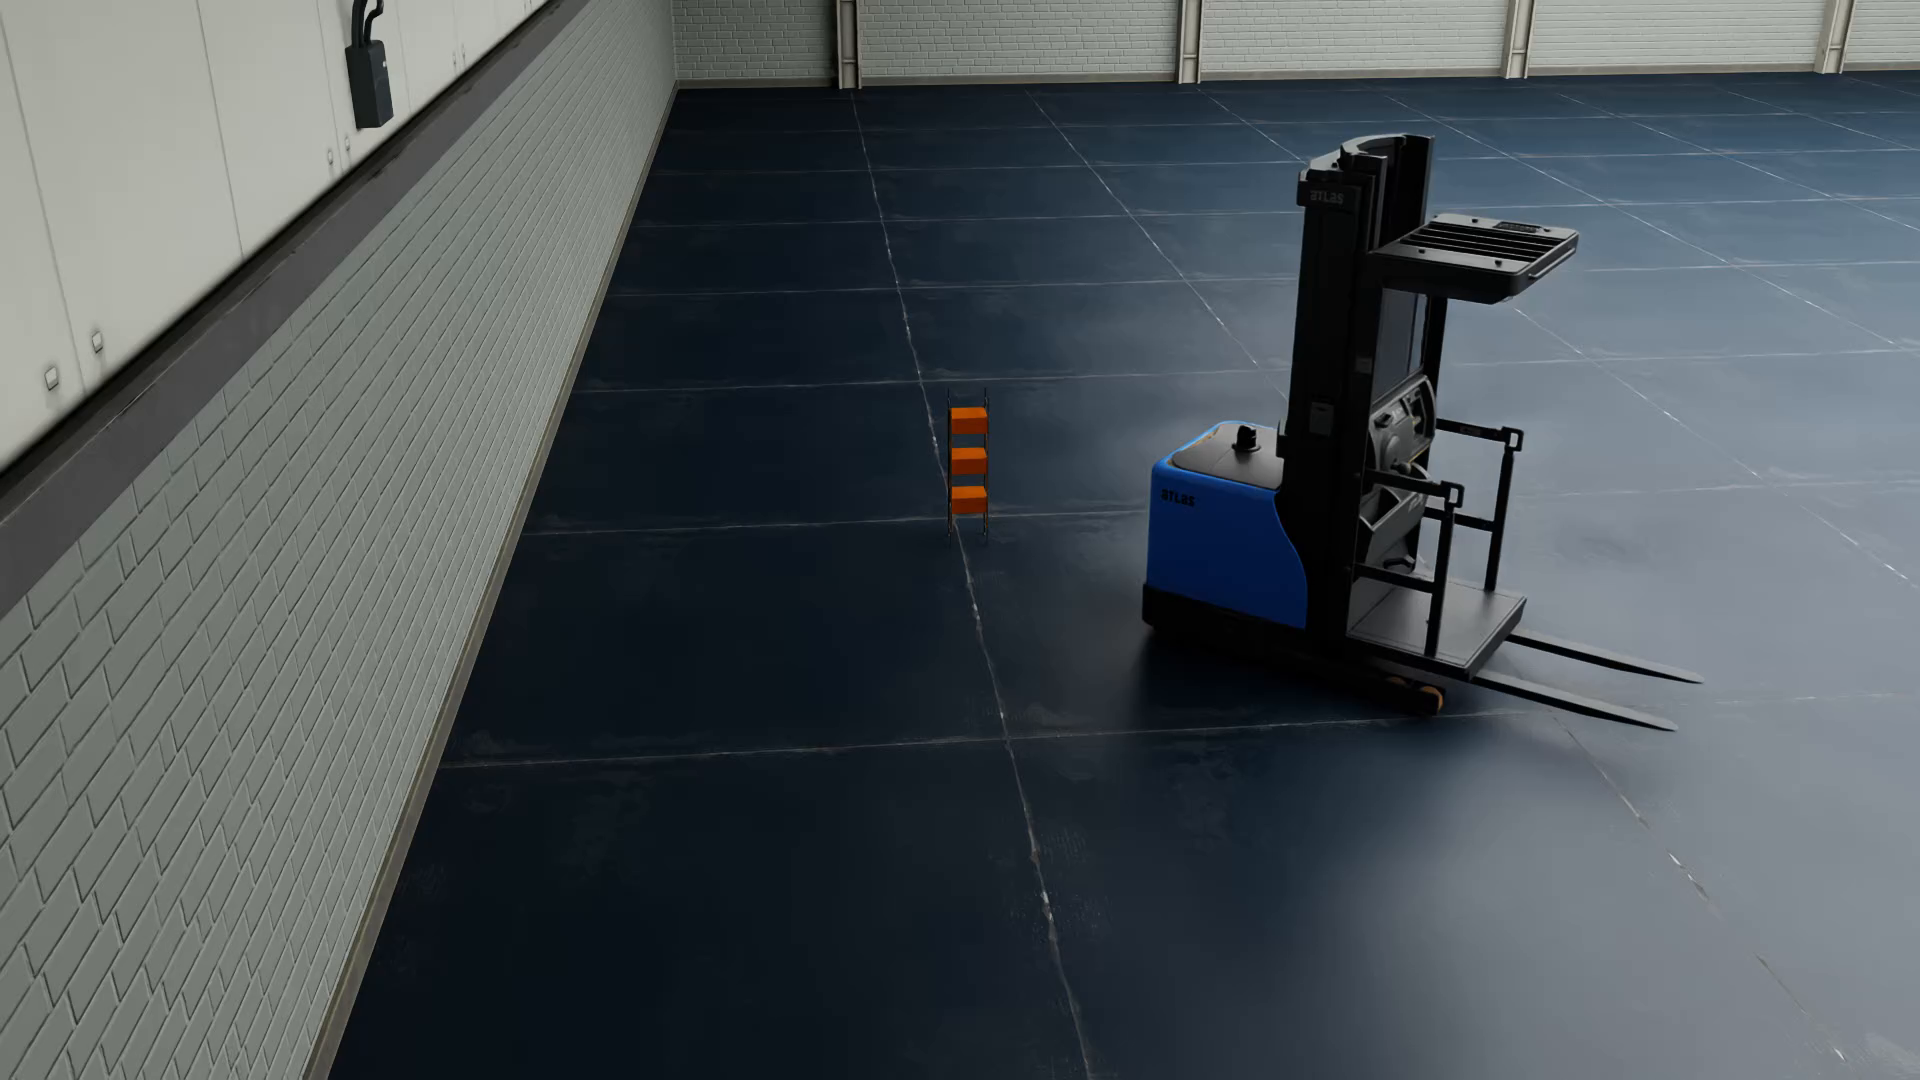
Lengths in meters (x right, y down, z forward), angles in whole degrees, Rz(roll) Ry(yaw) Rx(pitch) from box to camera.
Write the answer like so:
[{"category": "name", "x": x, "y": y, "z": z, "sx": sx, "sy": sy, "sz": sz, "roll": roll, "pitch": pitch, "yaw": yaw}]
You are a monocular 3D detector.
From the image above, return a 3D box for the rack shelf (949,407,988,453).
[{"category": "rack shelf", "x": 0.053, "y": -0.732, "z": 10.931, "sx": 0.240, "sy": 0.259, "sz": 0.215, "roll": -2, "pitch": 24, "yaw": -5}]

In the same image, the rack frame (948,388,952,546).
[{"category": "rack frame", "x": -0.068, "y": -0.477, "z": 11.031, "sx": 0.008, "sy": 1.050, "sz": 0.200, "roll": -2, "pitch": 24, "yaw": -5}]

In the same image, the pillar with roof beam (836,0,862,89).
[{"category": "pillar with roof beam", "x": -1.502, "y": -10.280, "z": 23.298, "sx": 0.400, "sy": 9.000, "sz": 9.100, "roll": -2, "pitch": 24, "yaw": -5}]

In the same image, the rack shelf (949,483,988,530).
[{"category": "rack shelf", "x": 0.053, "y": -0.218, "z": 11.159, "sx": 0.240, "sy": 0.259, "sz": 0.215, "roll": -2, "pitch": 24, "yaw": -5}]

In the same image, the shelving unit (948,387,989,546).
[{"category": "shelving unit", "x": 0.053, "y": -0.482, "z": 11.042, "sx": 0.252, "sy": 1.050, "sz": 0.215, "roll": -2, "pitch": 24, "yaw": -5}]

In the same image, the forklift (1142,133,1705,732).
[{"category": "forklift", "x": 2.599, "y": -0.618, "z": 9.033, "sx": 3.031, "sy": 2.935, "sz": 1.130, "roll": 16, "pitch": 28, "yaw": 31}]

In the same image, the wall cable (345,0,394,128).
[{"category": "wall cable", "x": -2.808, "y": -5.096, "z": 7.449, "sx": 0.169, "sy": 6.003, "sz": 2.305, "roll": -2, "pitch": 24, "yaw": -5}]

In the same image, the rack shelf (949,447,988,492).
[{"category": "rack shelf", "x": 0.053, "y": -0.472, "z": 11.046, "sx": 0.240, "sy": 0.259, "sz": 0.215, "roll": -2, "pitch": 24, "yaw": -5}]

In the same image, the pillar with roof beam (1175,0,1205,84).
[{"category": "pillar with roof beam", "x": 4.469, "y": -10.519, "z": 23.837, "sx": 0.400, "sy": 9.000, "sz": 9.100, "roll": -2, "pitch": 24, "yaw": -5}]

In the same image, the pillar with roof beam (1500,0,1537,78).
[{"category": "pillar with roof beam", "x": 10.440, "y": -10.759, "z": 24.376, "sx": 0.400, "sy": 9.000, "sz": 9.100, "roll": -2, "pitch": 24, "yaw": -5}]

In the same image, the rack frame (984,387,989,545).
[{"category": "rack frame", "x": 0.175, "y": -0.487, "z": 11.053, "sx": 0.008, "sy": 1.050, "sz": 0.200, "roll": -2, "pitch": 24, "yaw": -5}]

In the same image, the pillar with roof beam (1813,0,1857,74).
[{"category": "pillar with roof beam", "x": 16.411, "y": -10.998, "z": 24.915, "sx": 0.400, "sy": 9.000, "sz": 9.100, "roll": -2, "pitch": 24, "yaw": -5}]
